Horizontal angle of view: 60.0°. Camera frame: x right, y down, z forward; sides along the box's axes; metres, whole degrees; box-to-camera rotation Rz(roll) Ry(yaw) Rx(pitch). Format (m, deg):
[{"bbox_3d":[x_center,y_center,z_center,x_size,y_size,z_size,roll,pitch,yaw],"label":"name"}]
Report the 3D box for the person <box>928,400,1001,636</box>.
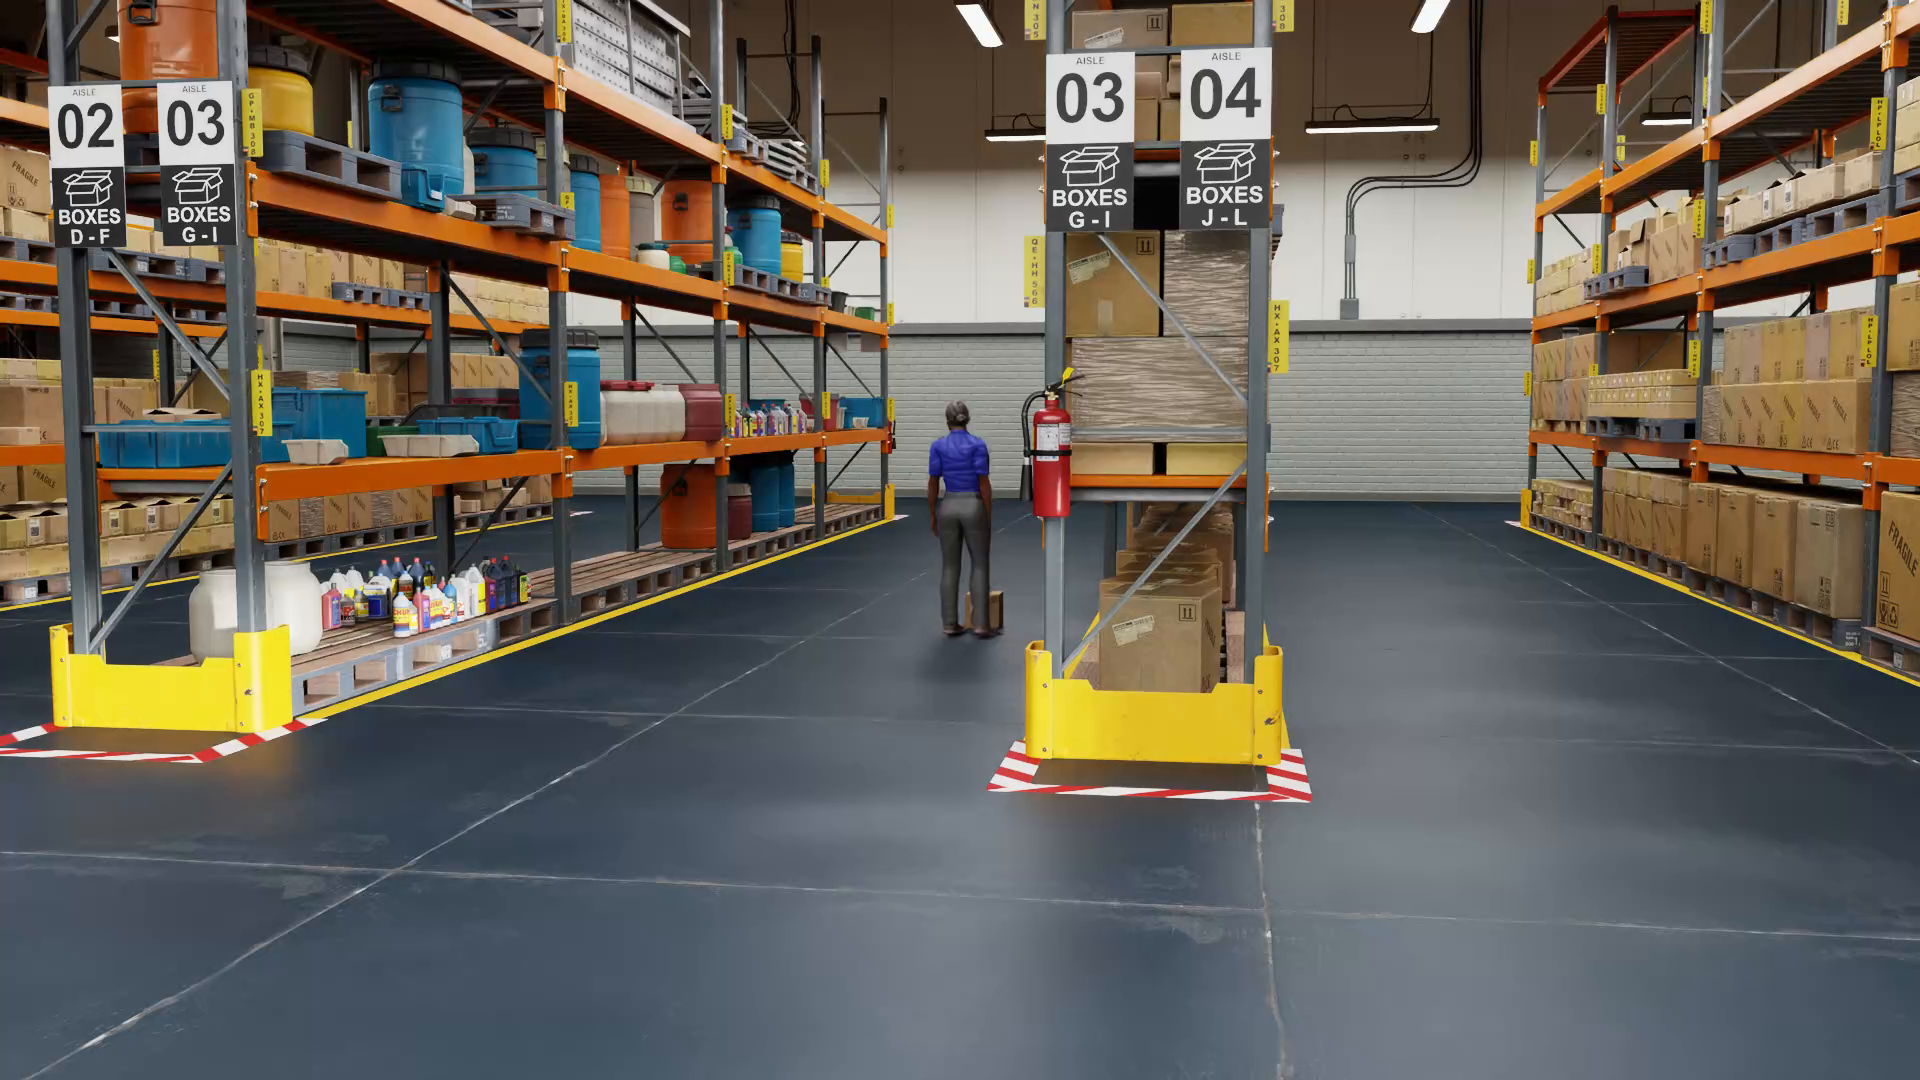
[{"bbox_3d":[0.027,-0.144,11.796,0.515,1.688,0.330,2,5,19],"label":"person"}]
